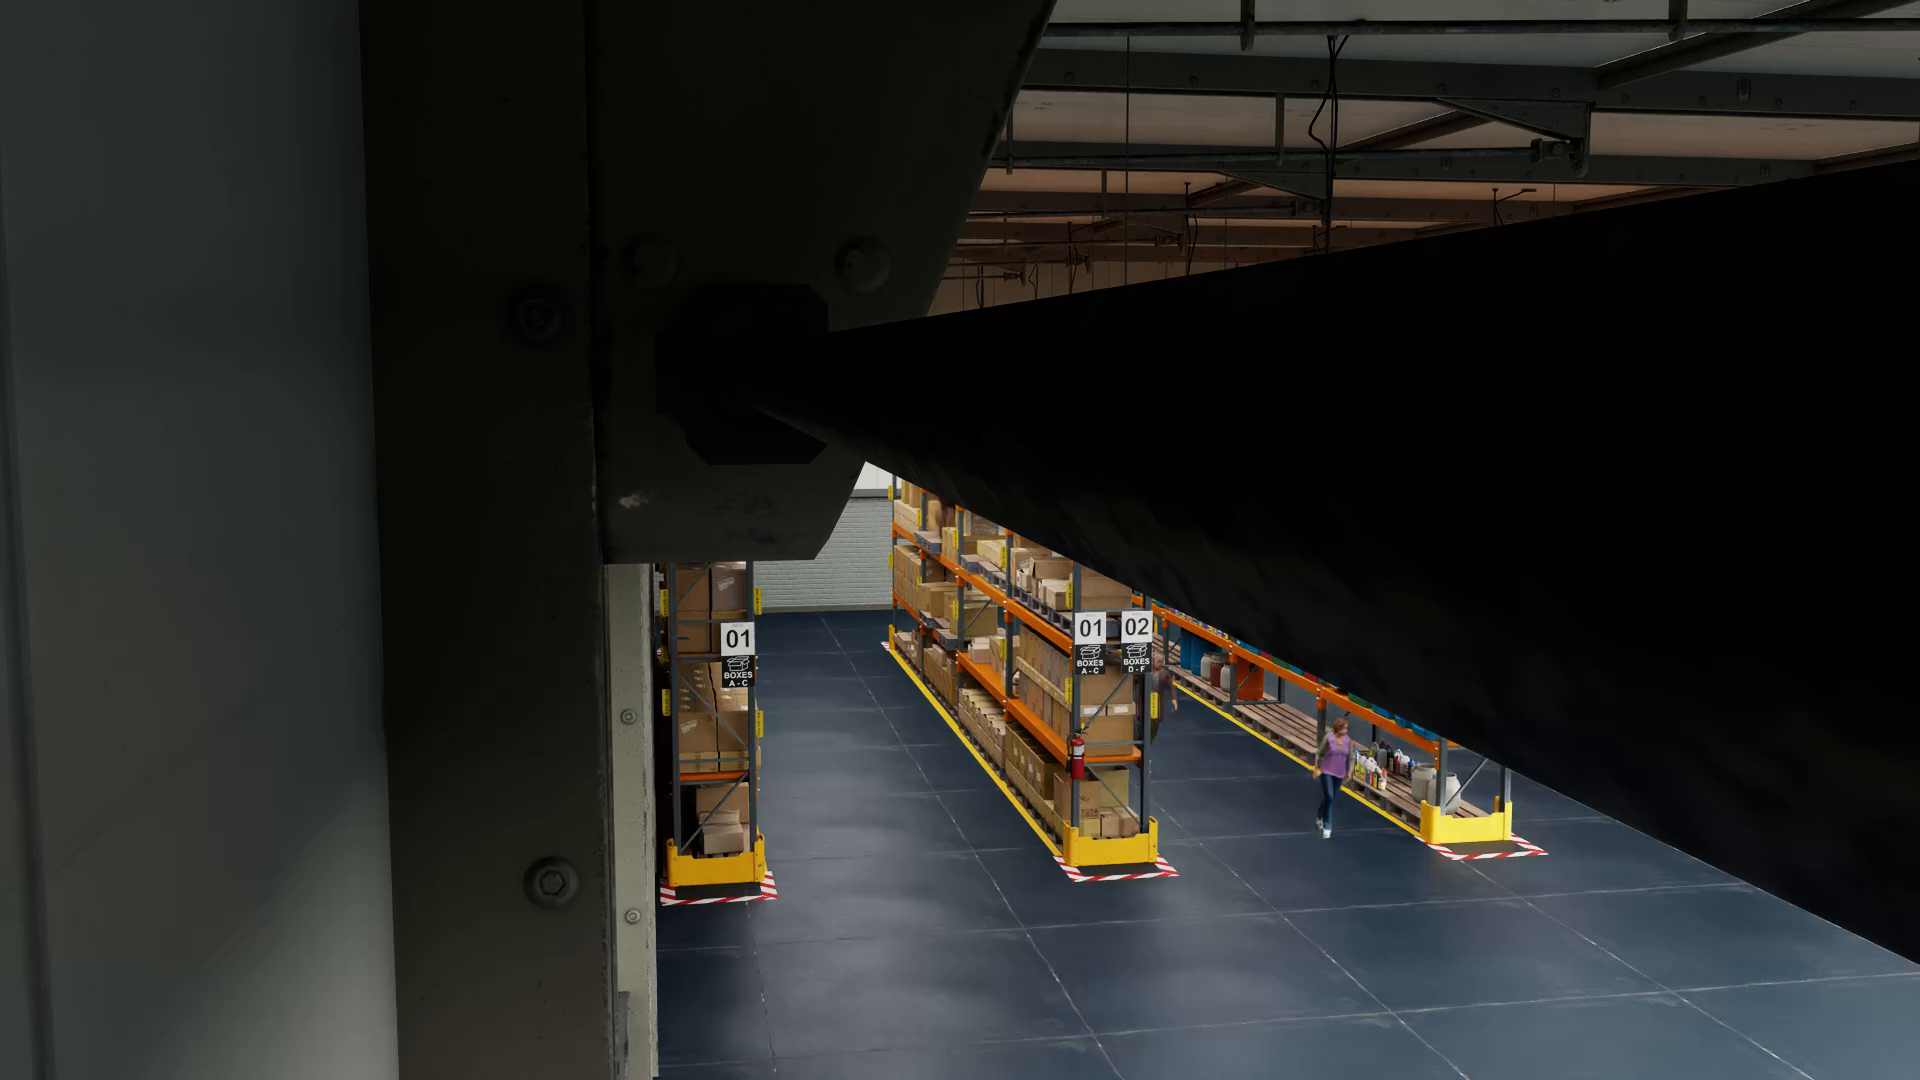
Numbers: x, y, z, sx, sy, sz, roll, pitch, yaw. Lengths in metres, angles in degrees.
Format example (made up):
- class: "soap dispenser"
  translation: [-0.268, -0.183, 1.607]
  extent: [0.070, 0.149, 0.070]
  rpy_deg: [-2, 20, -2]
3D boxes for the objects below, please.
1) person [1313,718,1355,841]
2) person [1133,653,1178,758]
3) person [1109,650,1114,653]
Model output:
- class: "person"
  translation: [4.988, 3.208, 22.261]
  extent: [0.541, 1.482, 0.662]
  rpy_deg: [-1, 6, -13]
- class: "person"
  translation: [3.045, 2.685, 26.201]
  extent: [0.705, 1.608, 0.823]
  rpy_deg: [-2, 6, -16]
- class: "person"
  translation: [2.946, 1.919, 33.168]
  extent: [0.583, 1.758, 0.754]
  rpy_deg: [-1, 6, -9]
